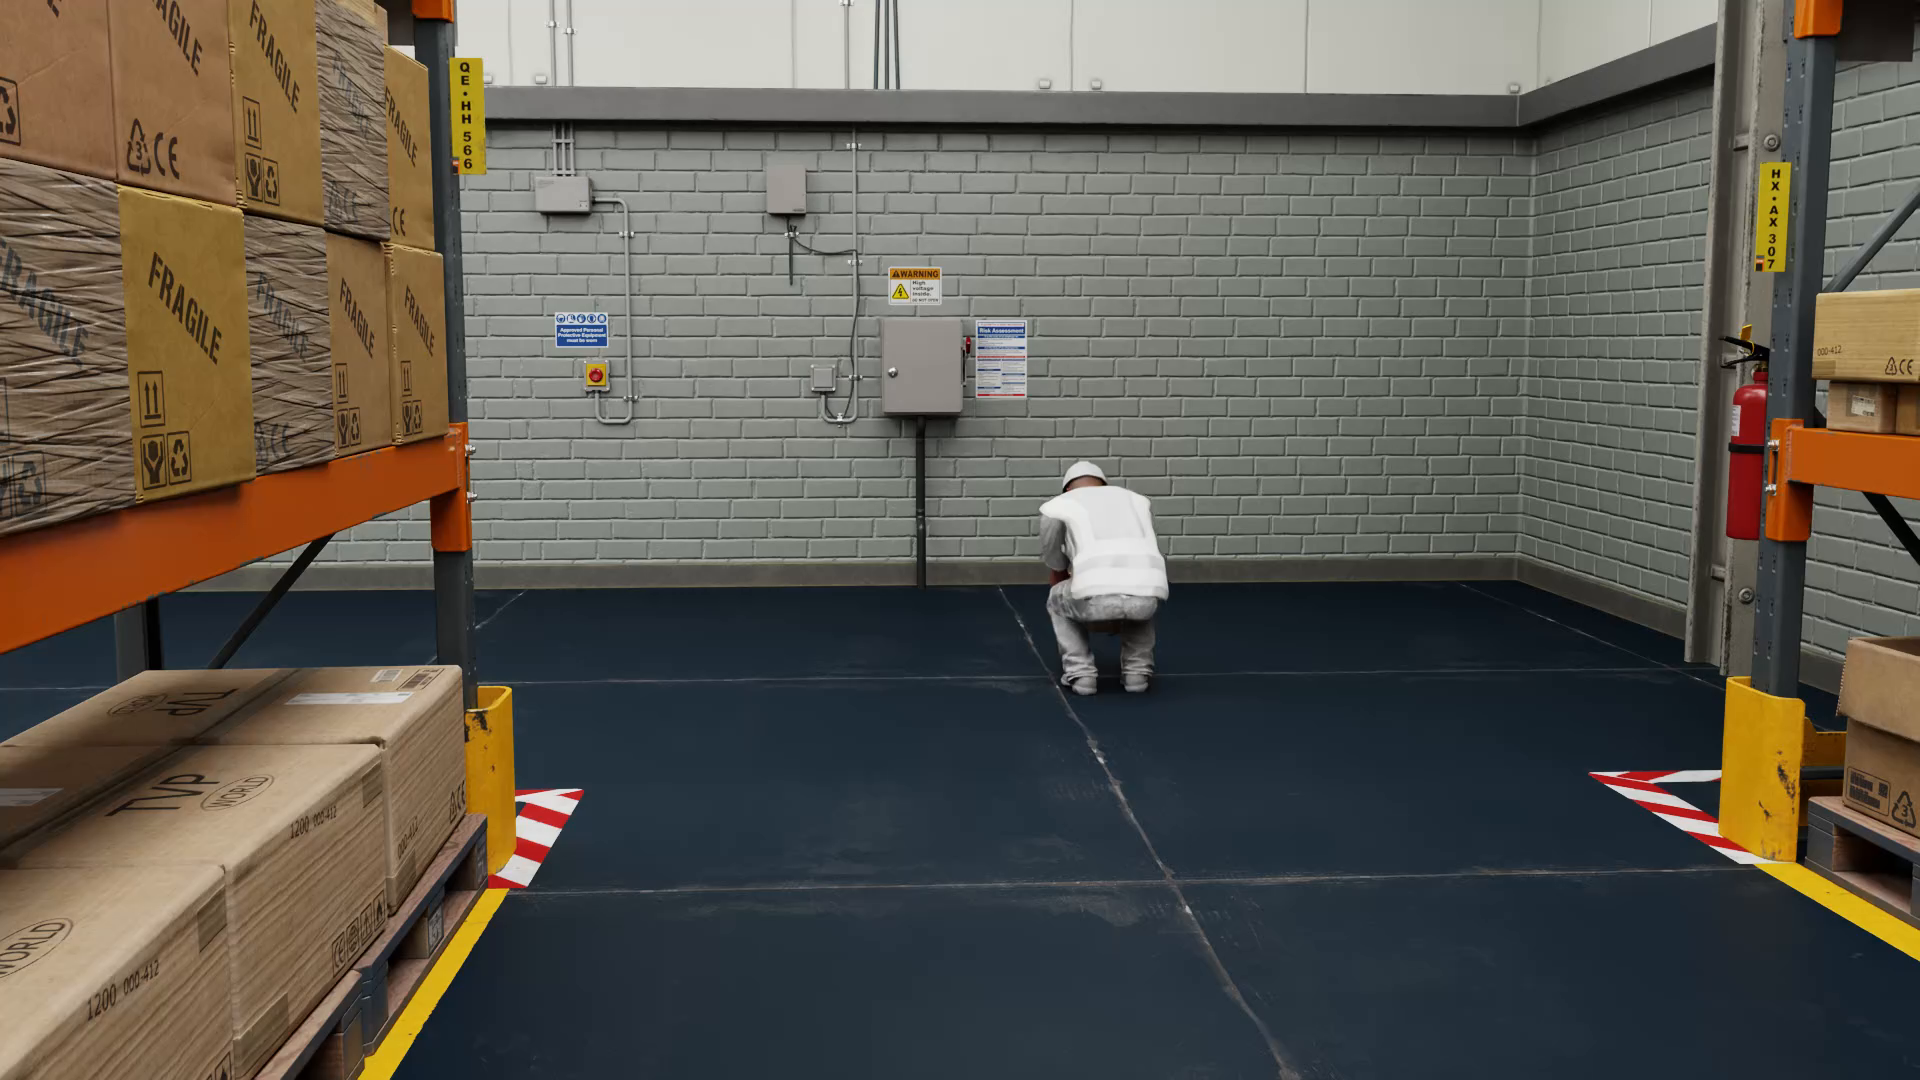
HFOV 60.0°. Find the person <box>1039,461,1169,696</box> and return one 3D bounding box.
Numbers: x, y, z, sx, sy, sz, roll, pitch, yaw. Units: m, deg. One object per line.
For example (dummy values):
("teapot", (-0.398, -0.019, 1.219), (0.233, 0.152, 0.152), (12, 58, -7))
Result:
("person", (0.641, 0.164, 7.597), (0.555, 1.010, 0.899), (-1, 7, -5))
